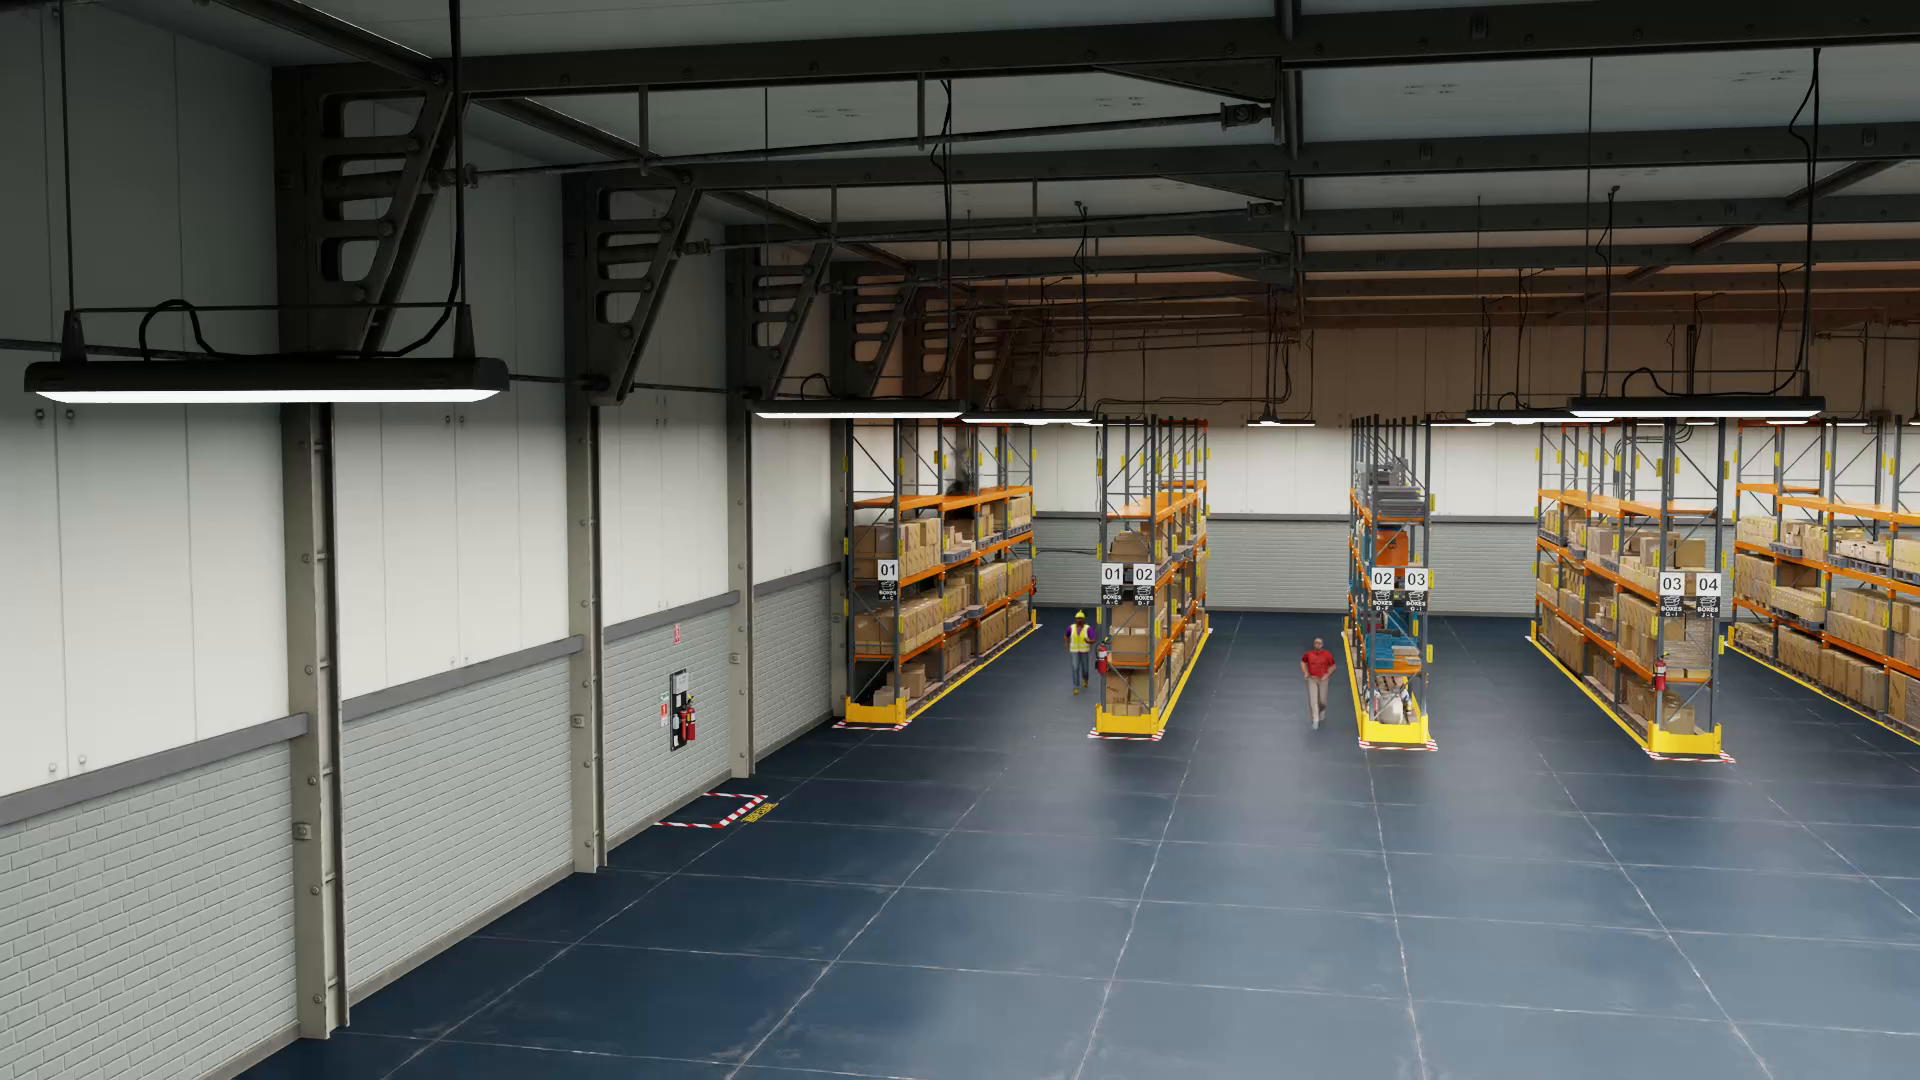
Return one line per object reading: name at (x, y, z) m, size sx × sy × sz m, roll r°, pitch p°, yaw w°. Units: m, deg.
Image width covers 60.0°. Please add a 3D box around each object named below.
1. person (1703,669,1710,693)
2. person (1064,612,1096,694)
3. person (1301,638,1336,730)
person at (16.203, 2.456, 36.384) m, size 0.606 × 1.665 × 0.925 m, roll 0°, pitch 4°, yaw 6°
person at (2.596, 2.431, 36.043) m, size 0.710 × 1.747 × 0.963 m, roll 1°, pitch 4°, yaw 8°
person at (6.899, 2.743, 32.053) m, size 0.672 × 1.724 × 0.829 m, roll 1°, pitch 4°, yaw 14°
